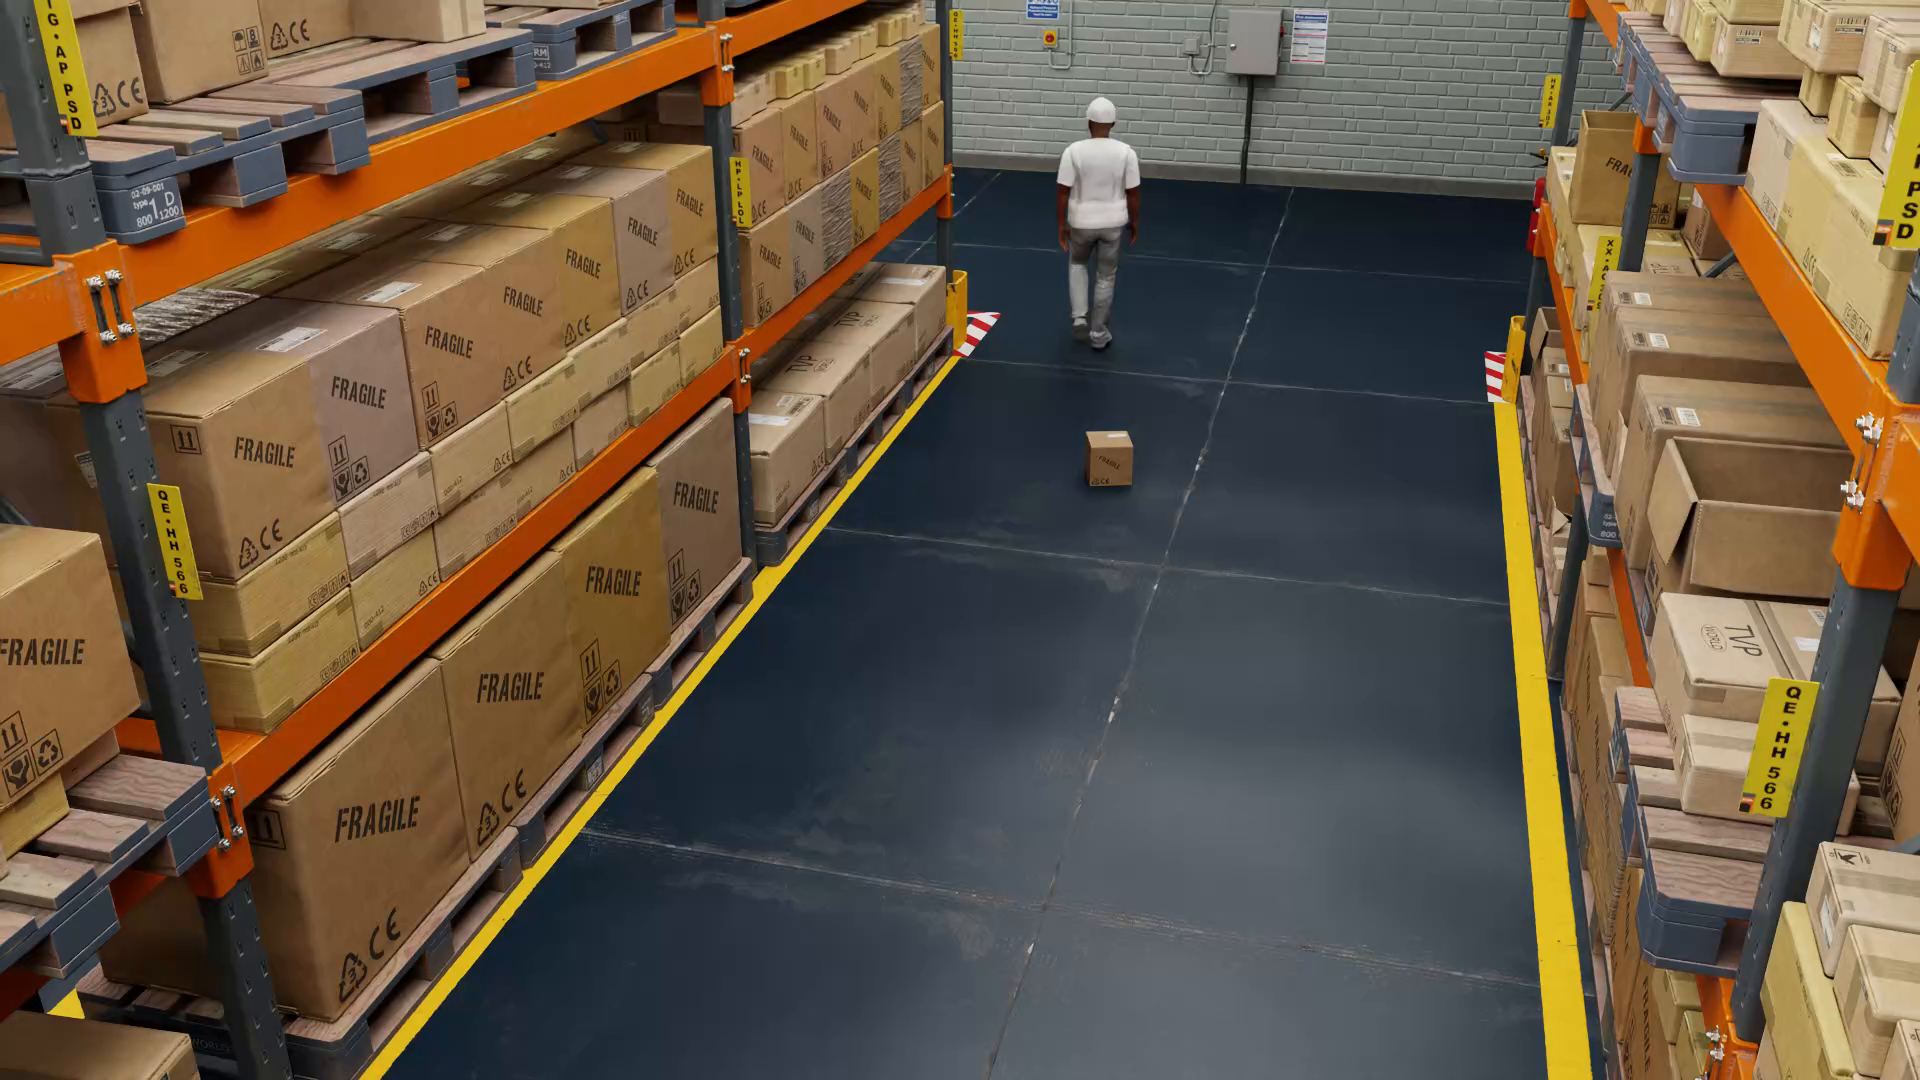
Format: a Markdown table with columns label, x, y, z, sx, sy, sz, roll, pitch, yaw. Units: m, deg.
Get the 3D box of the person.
| label | x | y | z | sx | sy | sz | roll | pitch | yaw |
| --- | --- | --- | --- | --- | --- | --- | --- | --- | --- |
| person | 0.983 | -2.246 | 11.834 | 0.580 | 1.786 | 0.454 | 4 | 25 | 8 |
